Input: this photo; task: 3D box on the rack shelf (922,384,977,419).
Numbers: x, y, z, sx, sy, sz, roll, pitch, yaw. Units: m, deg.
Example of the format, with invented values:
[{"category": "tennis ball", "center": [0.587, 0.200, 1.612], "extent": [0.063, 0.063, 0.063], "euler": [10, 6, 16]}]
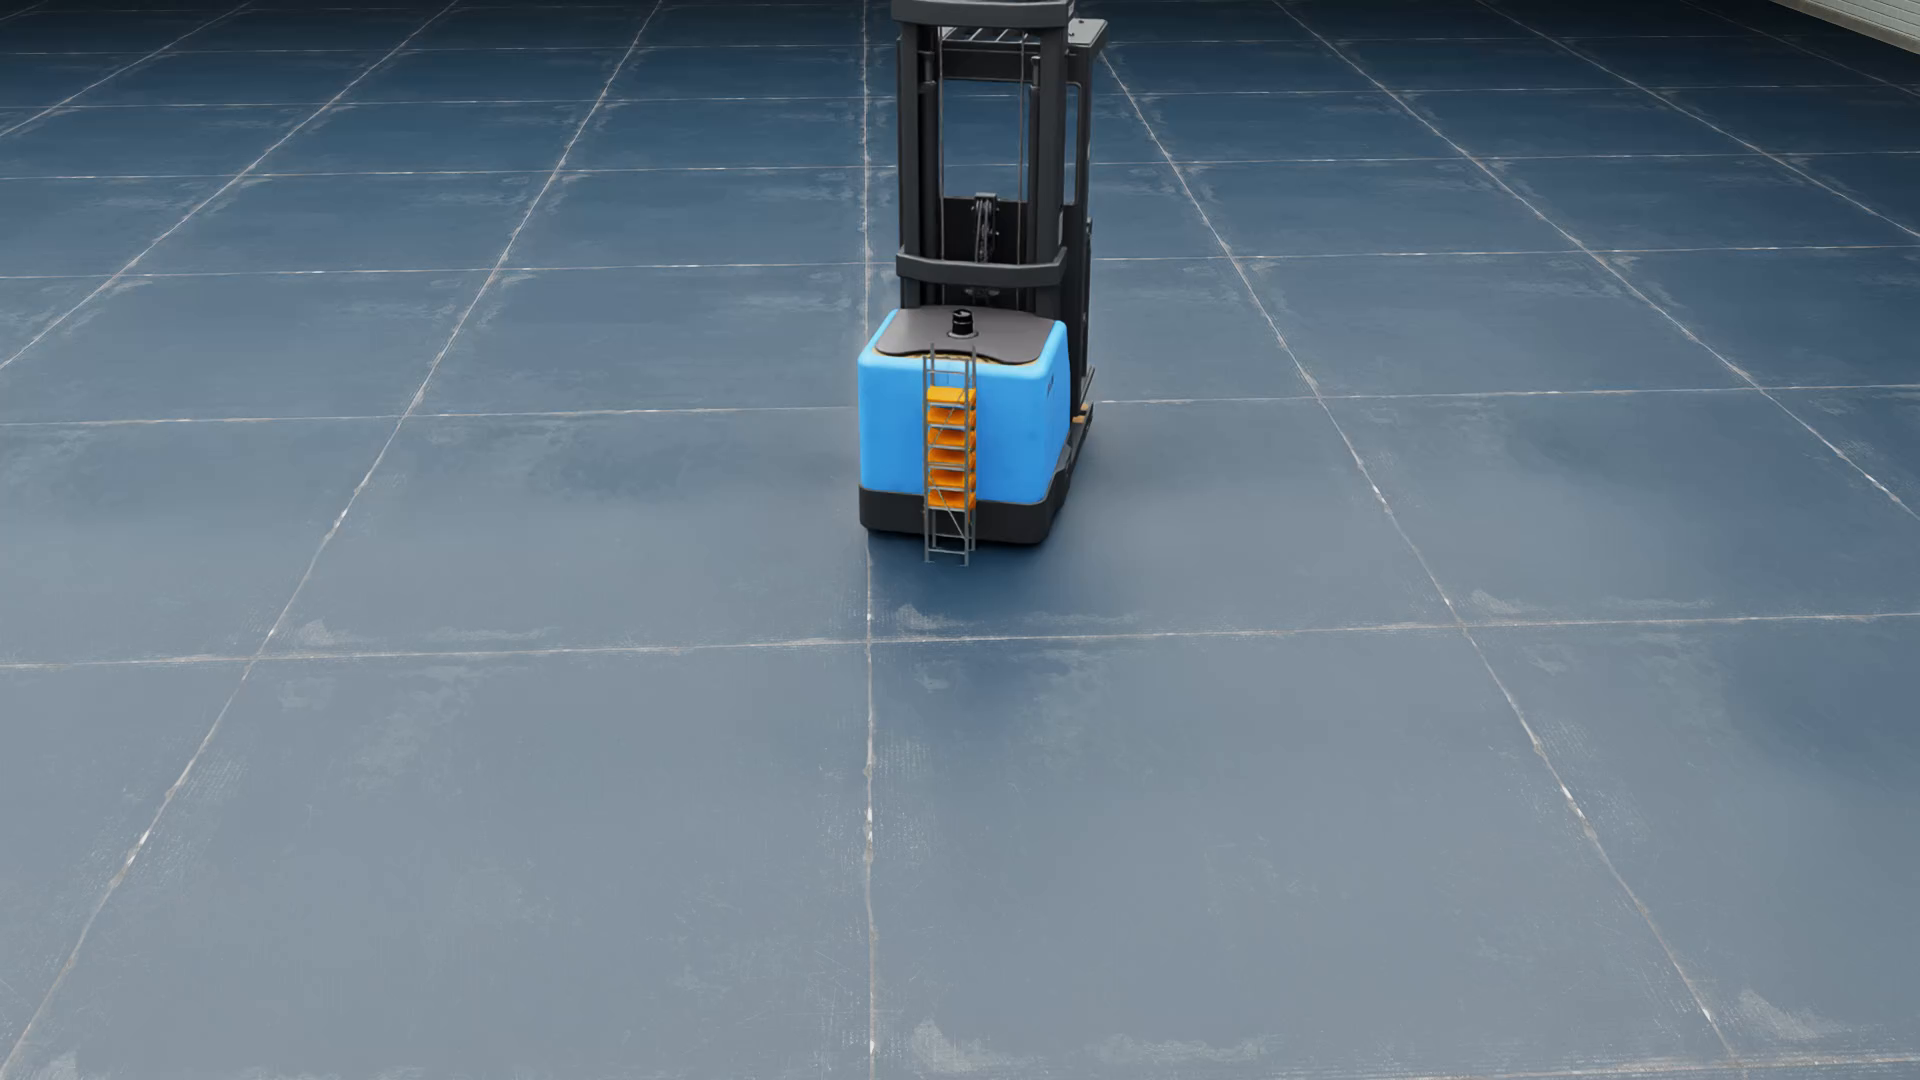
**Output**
[{"category": "rack shelf", "center": [-0.054, -0.719, 8.649], "extent": [0.258, 0.103, 0.180], "euler": [5, 28, 10]}]

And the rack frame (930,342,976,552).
[{"category": "rack frame", "center": [-0.035, -0.481, 8.874], "extent": [0.240, 1.200, 0.006], "euler": [5, 28, 10]}]

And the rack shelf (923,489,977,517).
[{"category": "rack shelf", "center": [-0.054, -0.187, 8.926], "extent": [0.258, 0.103, 0.180], "euler": [5, 28, 10]}]

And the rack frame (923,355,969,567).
[{"category": "rack frame", "center": [-0.072, -0.398, 8.715], "extent": [0.240, 1.200, 0.006], "euler": [5, 28, 10]}]

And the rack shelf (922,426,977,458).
[{"category": "rack shelf", "center": [-0.054, -0.506, 8.760], "extent": [0.258, 0.103, 0.180], "euler": [5, 28, 10]}]

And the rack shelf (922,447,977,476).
[{"category": "rack shelf", "center": [-0.054, -0.400, 8.815], "extent": [0.258, 0.103, 0.180], "euler": [5, 28, 10]}]

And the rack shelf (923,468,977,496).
[{"category": "rack shelf", "center": [-0.054, -0.293, 8.871], "extent": [0.258, 0.103, 0.180], "euler": [5, 28, 10]}]

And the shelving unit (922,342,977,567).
[{"category": "shelving unit", "center": [-0.054, -0.439, 8.795], "extent": [0.258, 1.200, 0.189], "euler": [5, 28, 10]}]

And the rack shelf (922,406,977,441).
[{"category": "rack shelf", "center": [-0.054, -0.613, 8.704], "extent": [0.258, 0.103, 0.180], "euler": [5, 28, 10]}]

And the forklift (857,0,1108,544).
[{"category": "forklift", "center": [0.238, -1.940, 9.801], "extent": [1.130, 2.935, 3.031], "euler": [5, 28, 10]}]
